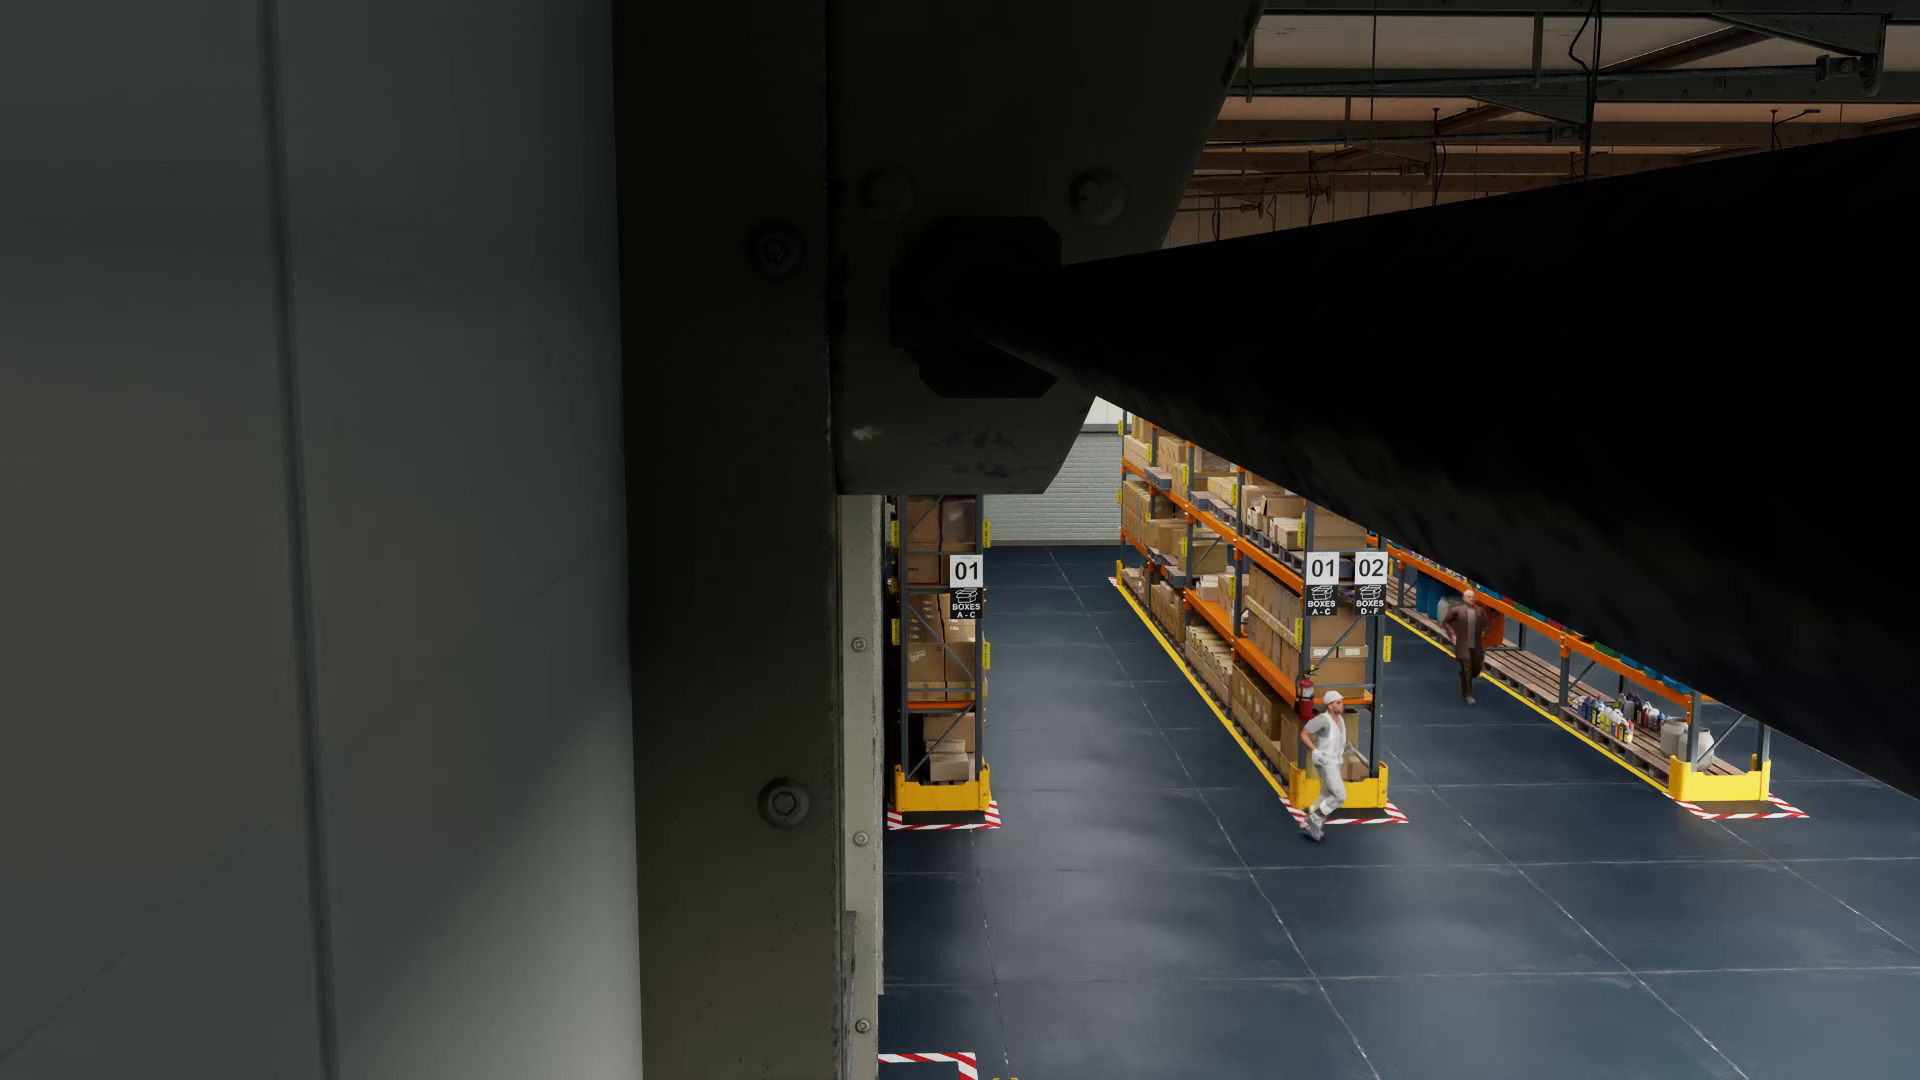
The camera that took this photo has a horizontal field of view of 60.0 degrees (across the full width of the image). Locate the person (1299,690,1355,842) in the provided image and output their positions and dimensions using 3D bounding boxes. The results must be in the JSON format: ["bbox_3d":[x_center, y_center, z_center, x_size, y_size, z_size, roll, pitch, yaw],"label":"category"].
[{"bbox_3d":[4.309,2.617,19.378,0.586,1.749,0.680,7,11,39],"label":"person"}]

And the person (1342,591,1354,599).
[{"bbox_3d":[7.254,1.009,30.881,0.525,1.556,0.532,-2,9,-11],"label":"person"}]

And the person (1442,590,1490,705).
[{"bbox_3d":[7.923,1.645,25.997,0.719,1.745,0.898,0,8,-3],"label":"person"}]
